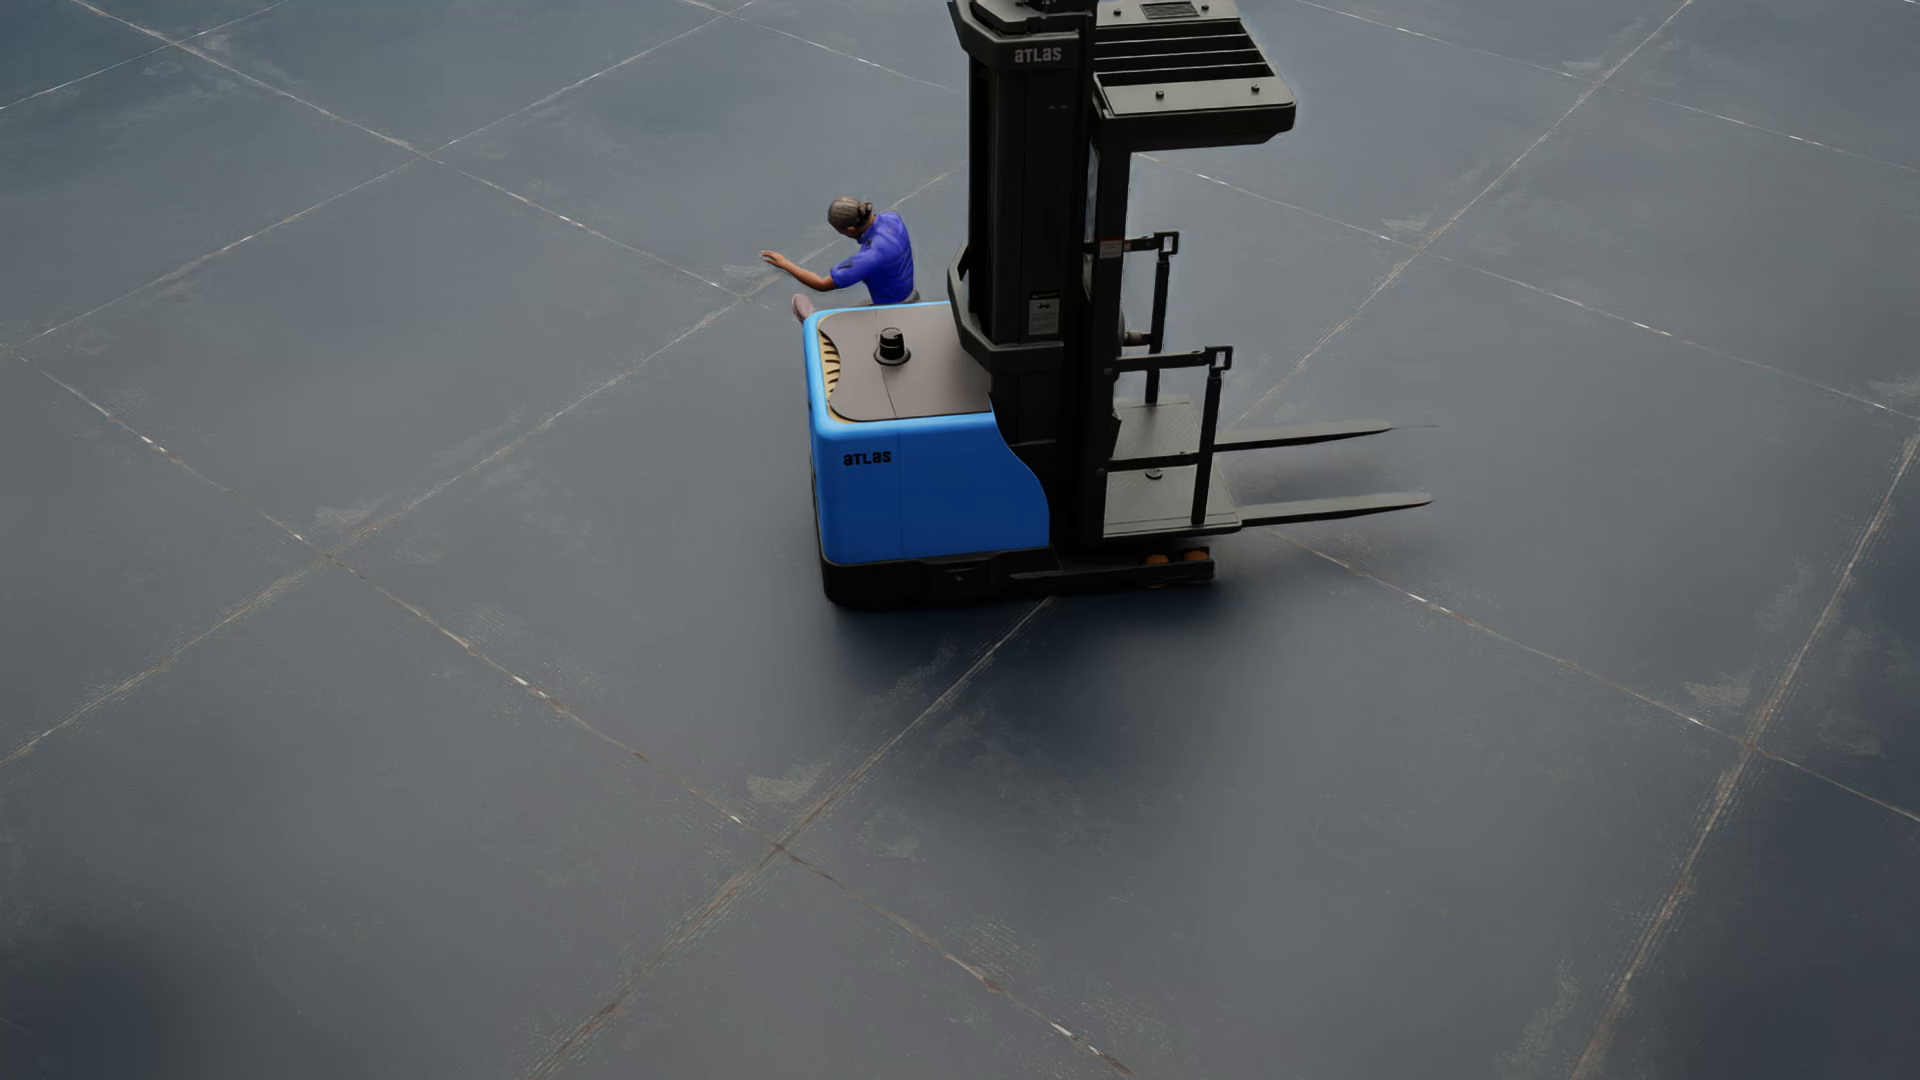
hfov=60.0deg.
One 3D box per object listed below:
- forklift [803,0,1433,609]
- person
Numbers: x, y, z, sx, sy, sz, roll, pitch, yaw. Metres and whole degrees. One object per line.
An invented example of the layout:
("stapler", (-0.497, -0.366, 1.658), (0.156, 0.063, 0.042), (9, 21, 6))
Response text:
("forklift", (0.795, -1.219, 7.504), (3.031, 2.935, 1.130), (-5, 41, -6))
("person", (-0.601, -1.232, 8.793), (1.108, 1.372, 1.038), (14, 42, 16))
